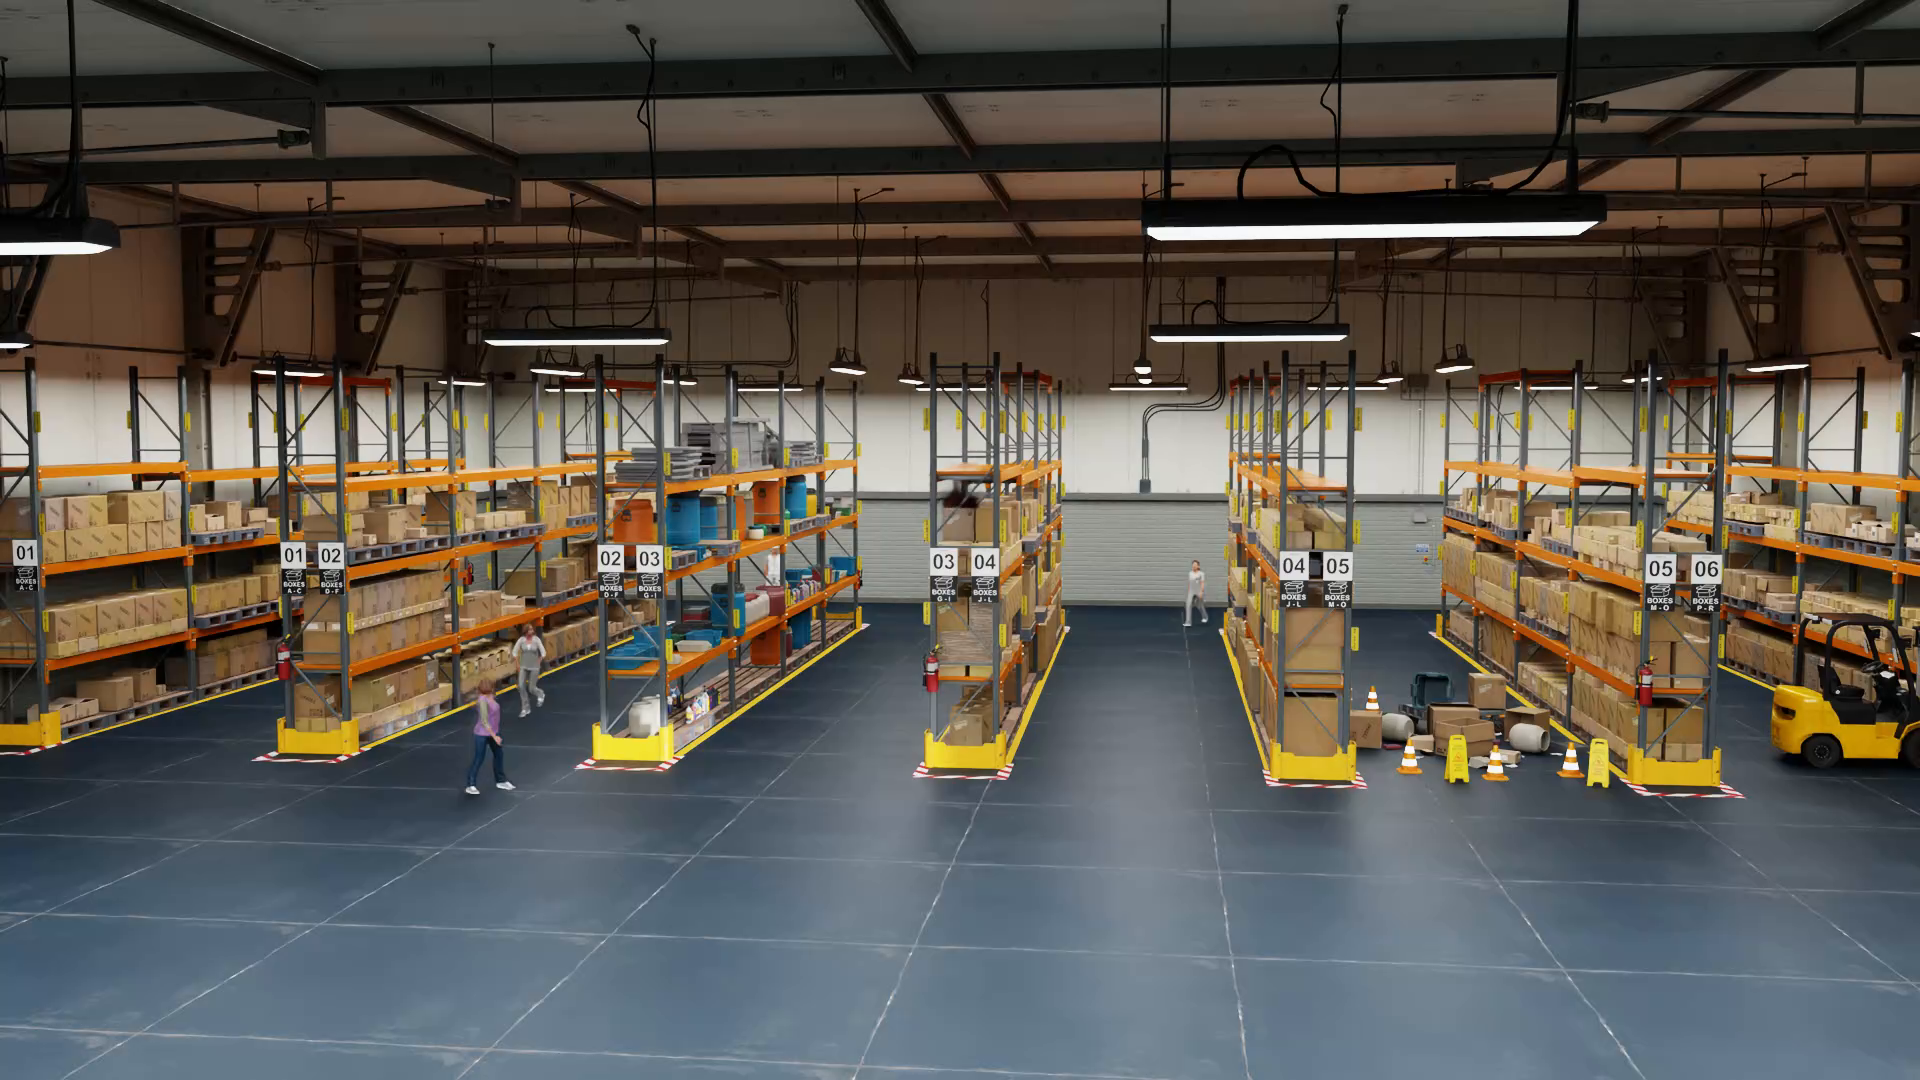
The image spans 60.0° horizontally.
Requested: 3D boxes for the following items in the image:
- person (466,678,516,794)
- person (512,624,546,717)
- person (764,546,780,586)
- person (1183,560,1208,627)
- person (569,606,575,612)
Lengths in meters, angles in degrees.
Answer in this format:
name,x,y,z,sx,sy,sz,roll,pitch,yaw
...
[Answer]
name,x,y,z,sx,sy,sz,roll,pitch,yaw
person,-6.373,2.645,22.495,0.578,1.608,0.566,1,4,10
person,-7.397,2.215,28.573,0.550,1.580,0.665,1,4,13
person,-4.935,0.988,44.445,0.637,1.762,0.614,1,4,8
person,5.784,1.306,40.794,0.475,1.624,1.003,2,5,30
person,-10.041,1.167,42.648,0.497,1.665,0.479,1,4,16
